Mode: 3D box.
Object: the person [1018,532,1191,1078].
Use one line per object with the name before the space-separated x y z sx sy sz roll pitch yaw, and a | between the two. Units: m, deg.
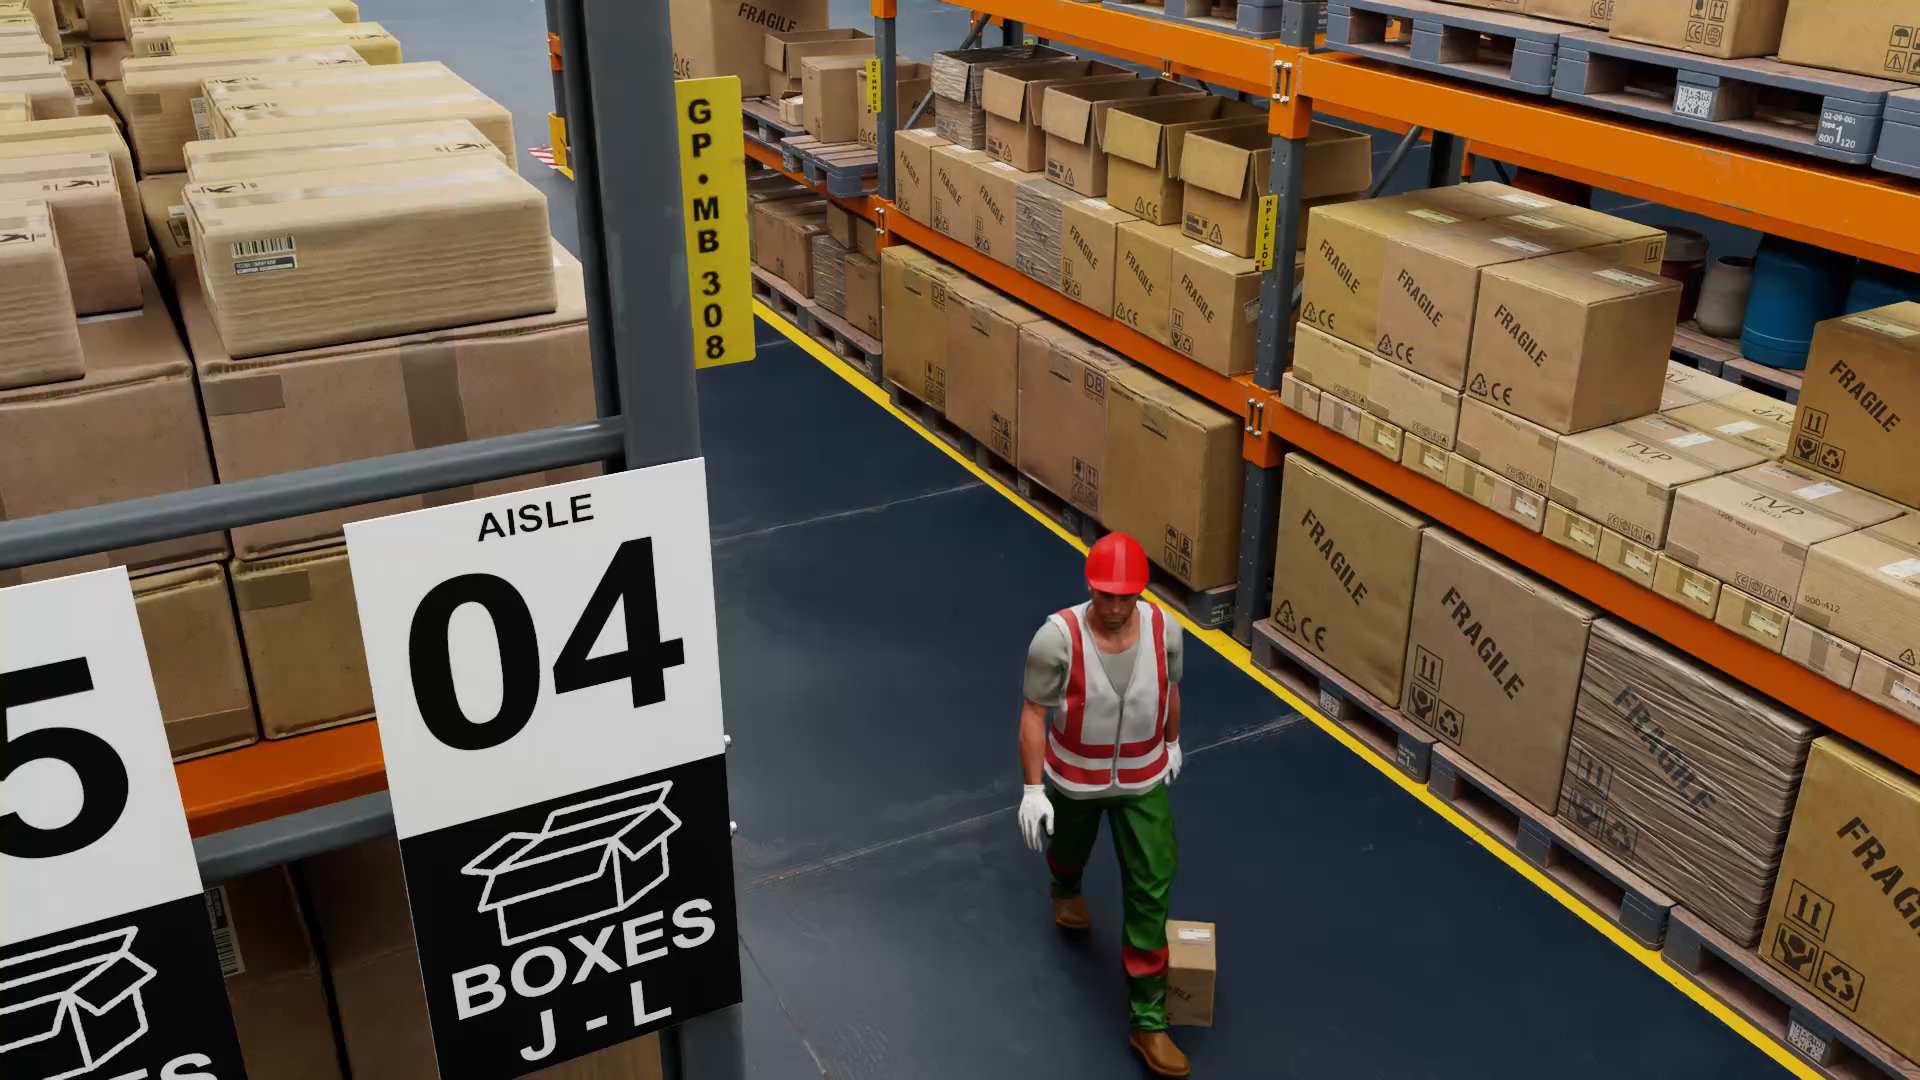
person | 0.480 0.787 5.430 0.609 1.731 1.076 -2 25 -5
